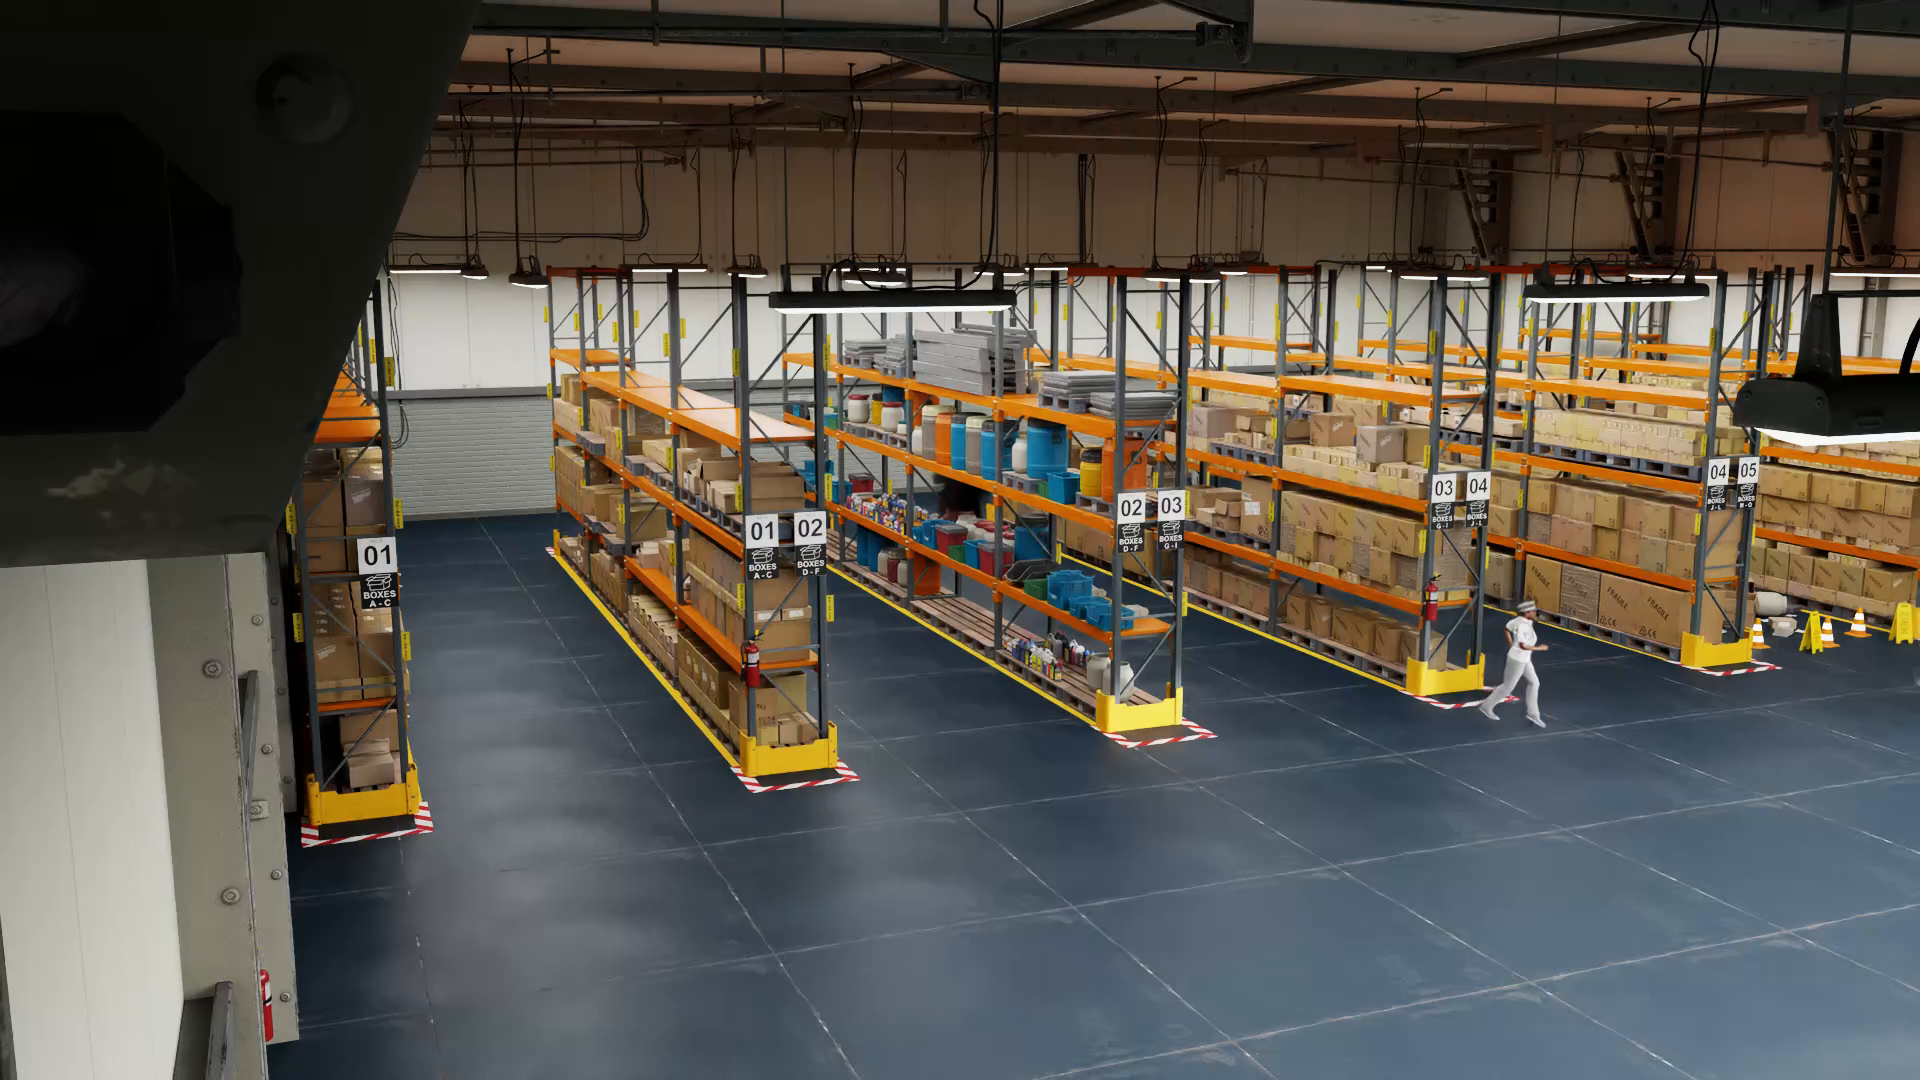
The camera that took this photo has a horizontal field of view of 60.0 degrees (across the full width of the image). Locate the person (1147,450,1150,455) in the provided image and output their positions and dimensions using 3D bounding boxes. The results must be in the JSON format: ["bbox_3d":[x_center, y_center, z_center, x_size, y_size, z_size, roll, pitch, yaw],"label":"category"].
[{"bbox_3d":[4.289,-1.357,39.570,0.709,1.633,0.884,0,10,0],"label":"person"}]

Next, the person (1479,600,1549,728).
[{"bbox_3d":[7.486,1.649,22.389,0.873,1.725,0.567,4,11,23],"label":"person"}]

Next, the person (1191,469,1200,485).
[{"bbox_3d":[5.923,-1.705,41.502,0.955,1.667,0.567,-7,12,-33],"label":"person"}]
